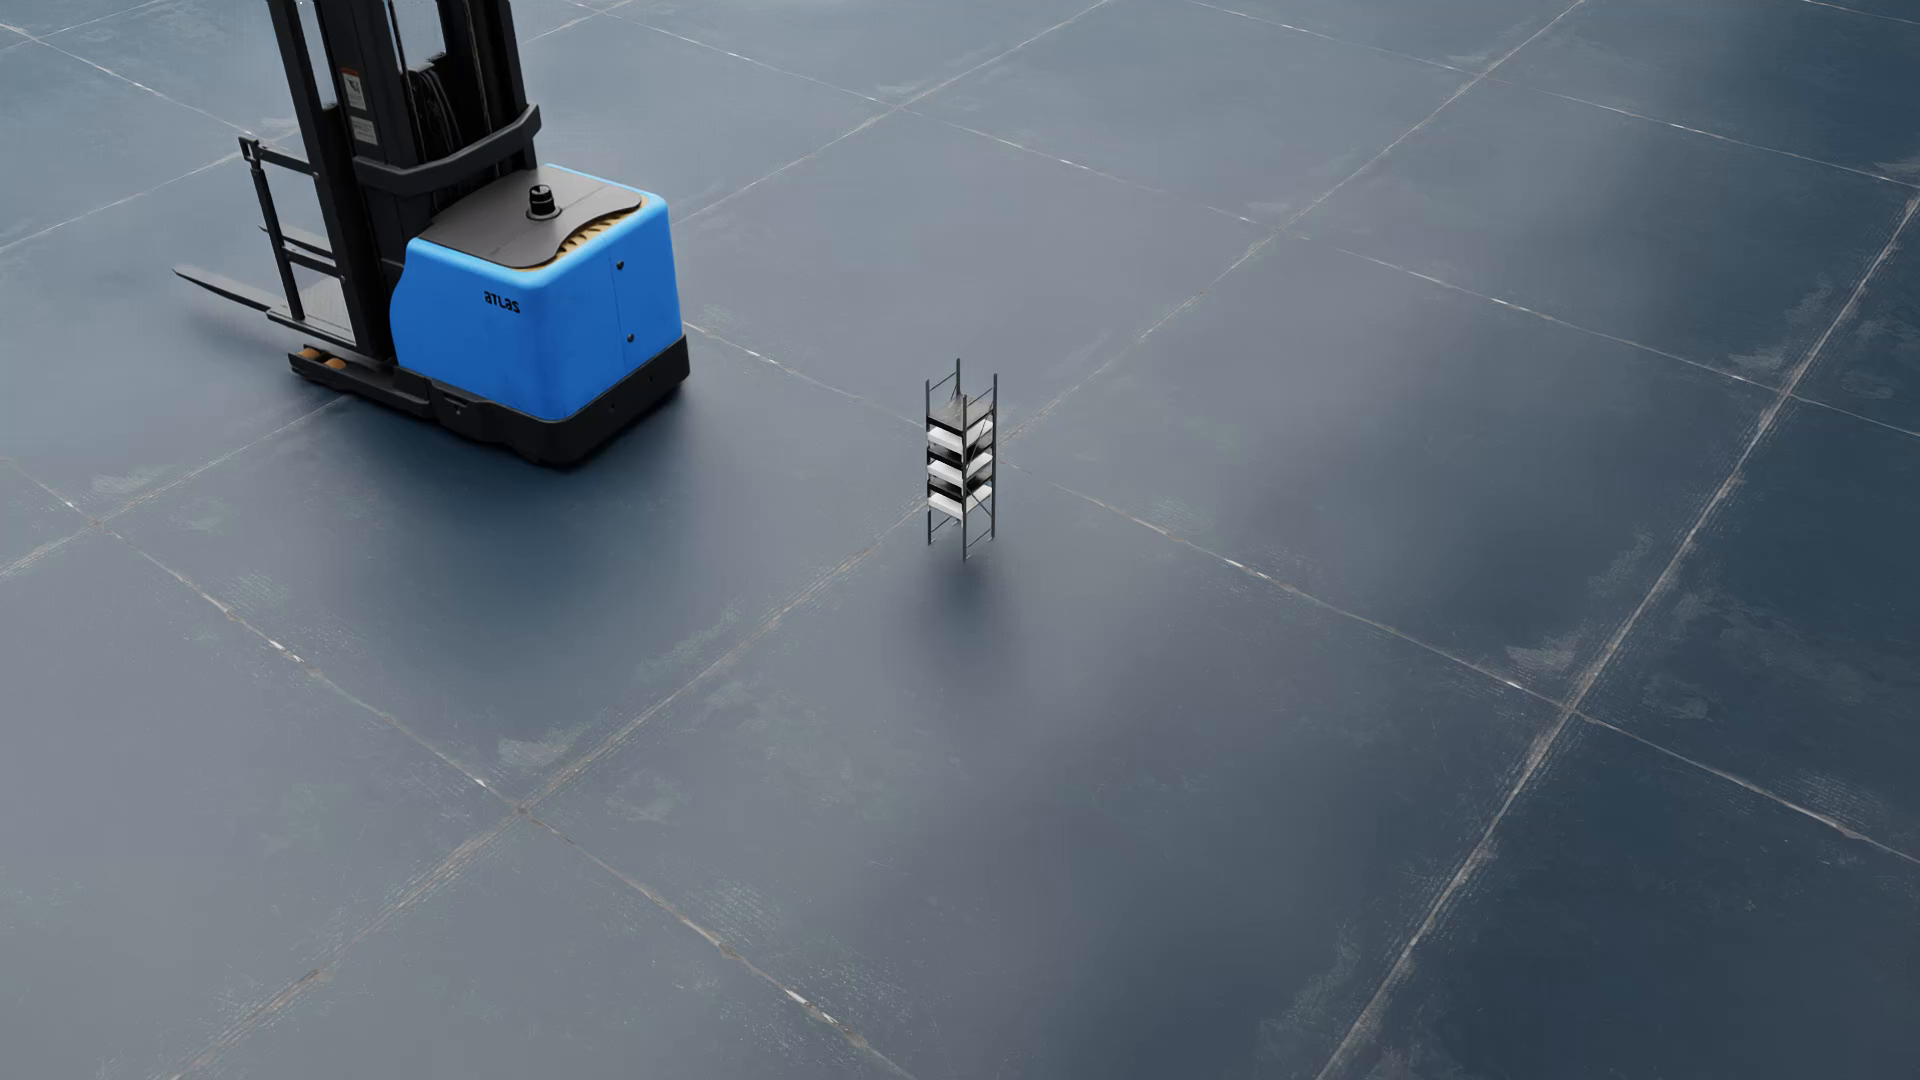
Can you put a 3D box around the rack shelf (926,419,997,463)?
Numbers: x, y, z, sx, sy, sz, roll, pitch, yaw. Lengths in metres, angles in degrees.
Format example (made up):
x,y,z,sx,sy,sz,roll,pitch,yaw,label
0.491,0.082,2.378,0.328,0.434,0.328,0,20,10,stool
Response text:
x,y,z,sx,sy,sz,roll,pitch,yaw,label
0.006,-0.467,7.378,0.200,0.077,0.258,25,45,29,rack shelf

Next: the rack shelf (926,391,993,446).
x,y,z,sx,sy,sz,roll,pitch,yaw,label
0.006,-0.538,7.323,0.200,0.077,0.258,25,45,29,rack shelf

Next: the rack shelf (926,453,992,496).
x,y,z,sx,sy,sz,roll,pitch,yaw,label
0.006,-0.325,7.489,0.200,0.077,0.258,25,45,29,rack shelf

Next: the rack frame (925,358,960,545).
x,y,z,sx,sy,sz,roll,pitch,yaw,label
-0.074,-0.389,7.517,0.006,0.900,0.240,25,45,29,rack frame

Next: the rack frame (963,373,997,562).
x,y,z,sx,sy,sz,roll,pitch,yaw,label
0.087,-0.313,7.420,0.006,0.900,0.240,25,45,29,rack frame

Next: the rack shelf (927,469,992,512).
x,y,z,sx,sy,sz,roll,pitch,yaw,label
0.006,-0.254,7.545,0.200,0.077,0.258,25,45,29,rack shelf

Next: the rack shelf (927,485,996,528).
x,y,z,sx,sy,sz,roll,pitch,yaw,label
0.006,-0.183,7.600,0.200,0.077,0.258,25,45,29,rack shelf

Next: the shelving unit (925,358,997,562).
x,y,z,sx,sy,sz,roll,pitch,yaw,label
0.006,-0.351,7.469,0.210,0.900,0.258,25,45,29,shelving unit

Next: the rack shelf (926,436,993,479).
x,y,z,sx,sy,sz,roll,pitch,yaw,label
0.006,-0.396,7.434,0.200,0.077,0.258,25,45,29,rack shelf

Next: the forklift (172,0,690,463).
x,y,z,sx,sy,sz,roll,pitch,yaw,label
-2.952,-2.201,8.183,3.031,2.935,1.130,20,42,24,forklift
